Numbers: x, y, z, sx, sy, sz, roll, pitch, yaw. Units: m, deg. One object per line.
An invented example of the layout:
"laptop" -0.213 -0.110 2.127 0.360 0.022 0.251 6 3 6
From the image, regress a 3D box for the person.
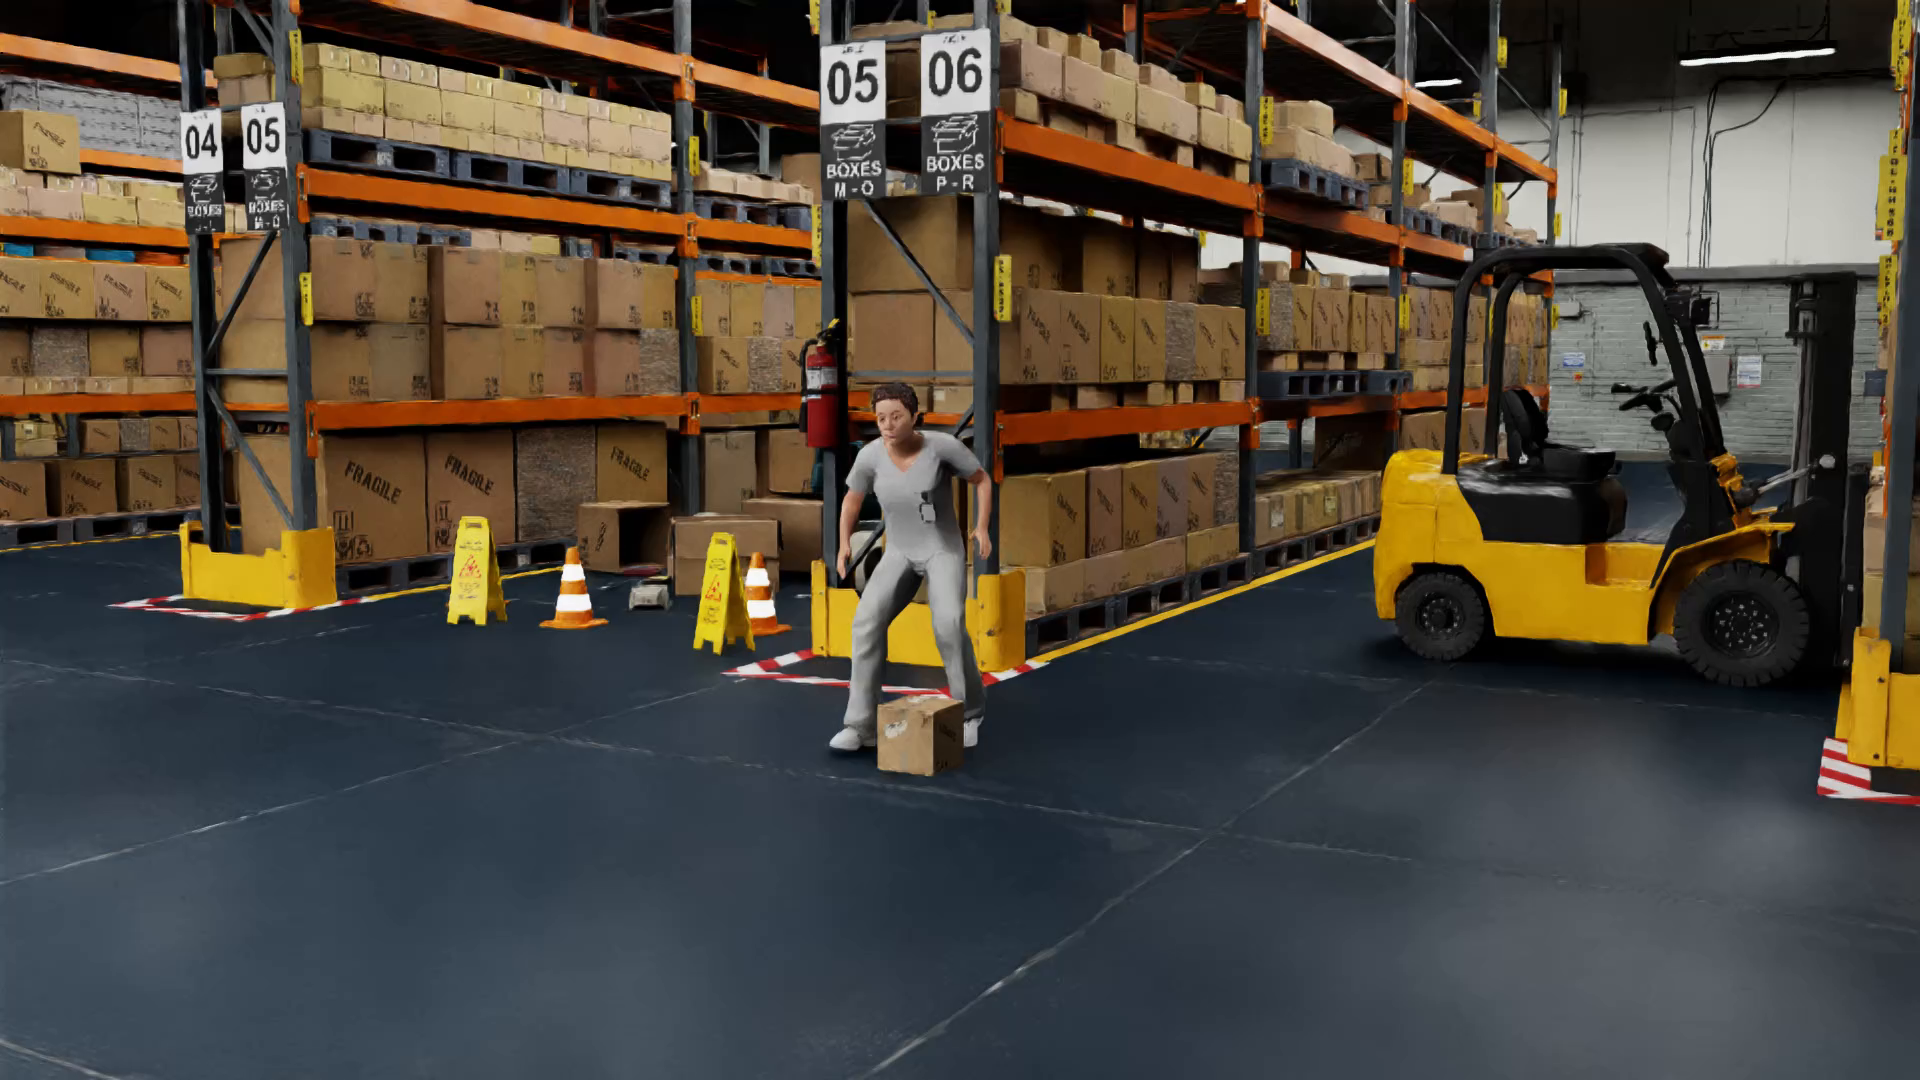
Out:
"person" -0.220 0.095 6.785 0.667 1.485 0.730 2 6 14
